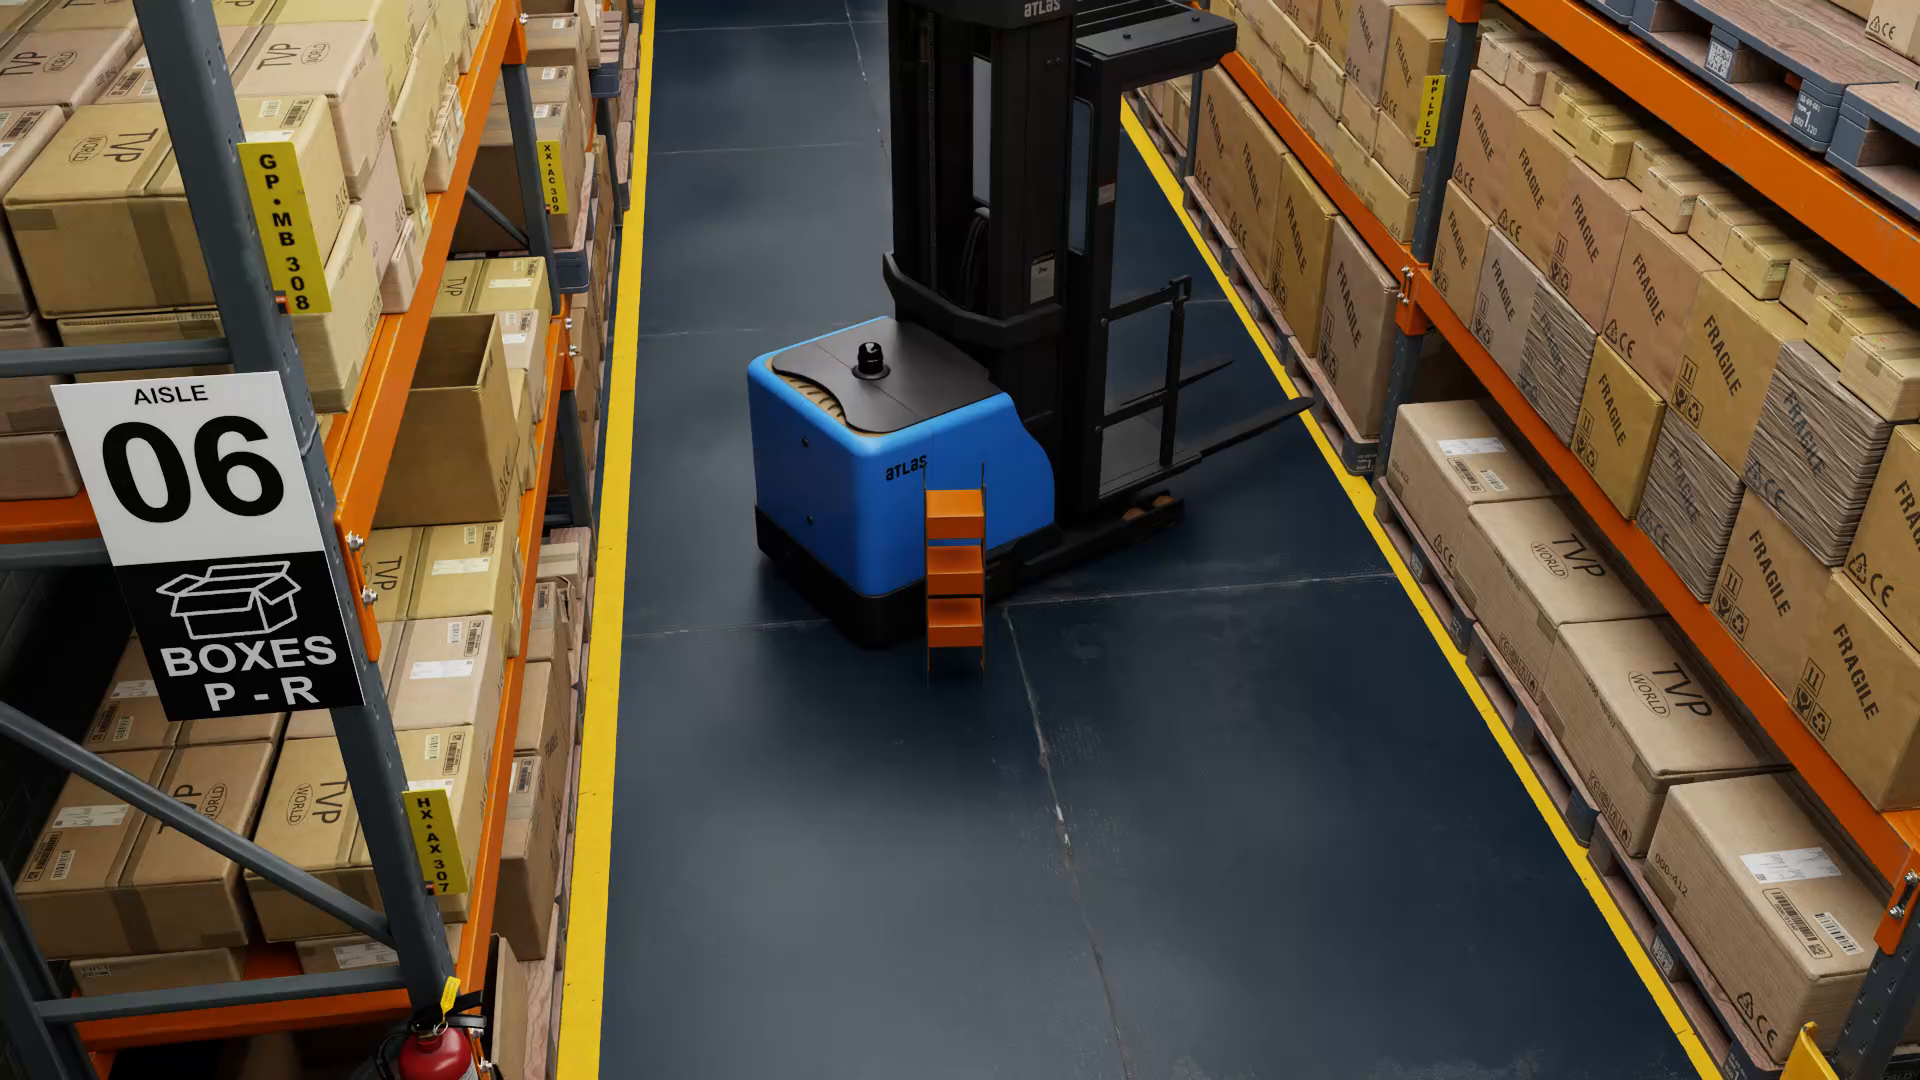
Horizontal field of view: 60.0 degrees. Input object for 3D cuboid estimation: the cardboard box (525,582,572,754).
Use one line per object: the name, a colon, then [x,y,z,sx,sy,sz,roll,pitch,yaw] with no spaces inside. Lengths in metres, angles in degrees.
cardboard box: [-1.942,0.544,6.635,0.700,0.500,0.500,-6,35,-8]

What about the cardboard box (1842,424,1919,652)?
cardboard box: [2.880,0.009,4.597,0.500,0.500,0.500,-3,34,-5]

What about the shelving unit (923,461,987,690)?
shelving unit: [-0.023,0.165,7.075,0.252,1.050,0.215,-1,34,-2]

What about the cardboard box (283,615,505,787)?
cardboard box: [-1.600,0.476,4.756,0.500,0.250,0.500,-4,34,-6]

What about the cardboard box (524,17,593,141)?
cardboard box: [-2.294,-2.369,8.600,0.700,0.500,0.500,-5,35,-7]

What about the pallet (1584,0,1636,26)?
pallet: [2.742,-2.263,6.323,1.003,0.211,1.213,-4,35,-6]

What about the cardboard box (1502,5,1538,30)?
cardboard box: [2.868,-2.240,7.896,0.500,0.500,0.500,-4,34,-6]

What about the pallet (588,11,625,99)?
pallet: [-2.653,-2.920,10.041,1.213,0.211,1.003,-4,35,-6]

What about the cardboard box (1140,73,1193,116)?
cardboard box: [1.931,-3.565,12.778,0.950,0.372,0.625,-5,35,-7]

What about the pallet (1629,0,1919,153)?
pallet: [2.903,-1.584,5.326,1.003,0.211,1.213,-4,35,-6]

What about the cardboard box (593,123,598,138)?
cardboard box: [-2.496,-2.524,10.561,0.380,0.149,0.250,-6,35,-9]

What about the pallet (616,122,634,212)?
pallet: [-2.885,-2.682,11.998,1.003,0.211,1.213,-4,35,-6]

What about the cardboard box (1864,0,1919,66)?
cardboard box: [3.029,-1.542,4.804,0.500,0.311,0.500,-4,34,-6]

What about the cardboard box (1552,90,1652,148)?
cardboard box: [2.527,-1.620,6.411,0.380,0.149,0.250,-5,35,-7]

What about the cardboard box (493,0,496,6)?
cardboard box: [-1.934,-2.097,6.223,0.380,0.149,0.250,-5,35,-7]

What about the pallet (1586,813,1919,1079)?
pallet: [2.996,1.426,5.970,1.003,0.211,1.213,-4,35,-6]

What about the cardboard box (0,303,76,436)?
cardboard box: [-2.067,-0.436,3.431,0.500,0.250,0.500,-5,35,-7]

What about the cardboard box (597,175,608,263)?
cardboard box: [-2.487,-2.013,10.387,0.500,0.500,0.500,-5,35,-7]

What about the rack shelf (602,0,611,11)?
rack shelf: [-3.082,-4.191,12.375,1.077,0.370,4.000,-4,35,-6]

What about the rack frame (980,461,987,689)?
rack frame: [0.099,0.162,7.079,0.008,1.050,0.200,-1,34,-2]

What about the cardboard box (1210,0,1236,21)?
cardboard box: [1.921,-3.396,10.703,0.500,0.250,0.500,-5,35,-7]

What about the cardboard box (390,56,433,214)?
cardboard box: [-1.672,-1.045,4.325,0.500,0.250,0.500,-5,35,-8]

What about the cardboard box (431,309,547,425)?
cardboard box: [-1.883,-0.657,6.419,0.500,0.250,0.500,-4,35,-6]

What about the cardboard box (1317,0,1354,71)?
cardboard box: [2.208,-2.775,8.682,0.500,0.500,0.500,-3,34,-5]

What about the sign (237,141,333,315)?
sign: [-1.200,-0.550,2.953,0.100,0.325,0.005,-4,35,-6]

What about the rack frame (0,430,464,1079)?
rack frame: [-1.737,1.092,3.984,1.000,3.000,0.127,-4,35,-6]

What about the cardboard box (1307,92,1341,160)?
cardboard box: [2.216,-2.254,9.028,0.500,0.250,0.500,-5,35,-8]

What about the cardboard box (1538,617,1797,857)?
cardboard box: [2.861,0.729,6.419,0.875,0.438,0.875,-3,34,-5]

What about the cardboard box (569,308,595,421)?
cardboard box: [-2.199,-0.864,8.701,0.500,0.500,0.500,-5,35,-7]

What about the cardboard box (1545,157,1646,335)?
cardboard box: [2.586,-1.119,6.252,0.500,0.500,0.500,-4,34,-5]

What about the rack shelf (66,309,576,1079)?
rack shelf: [-2.006,0.274,5.824,1.077,0.370,4.000,-4,35,-6]

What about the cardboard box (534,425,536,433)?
cardboard box: [-1.858,-0.442,6.458,0.380,0.149,0.250,-4,34,-5]

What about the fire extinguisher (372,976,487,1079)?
fire extinguisher: [-1.260,1.325,4.041,0.296,0.674,0.183,-4,35,-6]

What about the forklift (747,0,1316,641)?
forklift: [0.502,-1.420,7.731,3.031,2.935,1.130,-23,40,-29]

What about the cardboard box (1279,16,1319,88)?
cardboard box: [2.107,-2.742,9.299,0.500,0.250,0.500,-4,34,-6]

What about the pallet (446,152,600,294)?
pallet: [-2.275,-1.515,7.980,1.003,0.211,1.213,-4,35,-6]

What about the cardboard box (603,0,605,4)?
cardboard box: [-2.694,-3.857,11.379,0.500,0.250,0.500,-5,35,-7]

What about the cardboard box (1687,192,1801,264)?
cardboard box: [2.691,-1.049,5.573,0.380,0.149,0.250,-3,34,-5]

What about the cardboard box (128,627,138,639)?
cardboard box: [-2.192,0.230,5.118,0.500,0.250,0.500,-3,34,-5]

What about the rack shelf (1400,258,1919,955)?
rack shelf: [2.912,-0.105,6.379,1.077,0.370,4.000,-4,35,-6]

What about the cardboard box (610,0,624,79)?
cardboard box: [-3.173,-4.072,13.298,0.875,0.625,0.625,-5,35,-7]

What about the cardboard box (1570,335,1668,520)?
cardboard box: [2.640,-0.431,6.130,0.500,0.500,0.500,-3,34,-5]

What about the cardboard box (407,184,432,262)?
cardboard box: [-1.603,-0.820,4.349,0.380,0.149,0.250,-4,35,-7]

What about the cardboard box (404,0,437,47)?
cardboard box: [-1.758,-1.530,4.592,0.500,0.250,0.500,-3,34,-5]

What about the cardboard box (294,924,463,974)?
cardboard box: [-1.510,0.992,4.354,0.380,0.149,0.250,-5,35,-7]

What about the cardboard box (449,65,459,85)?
cardboard box: [-1.842,-1.521,5.378,0.380,0.149,0.250,-3,34,-5]

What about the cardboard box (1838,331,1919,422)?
cardboard box: [2.758,-0.471,4.725,0.380,0.149,0.250,-5,35,-7]

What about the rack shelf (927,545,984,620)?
rack shelf: [-0.023,0.174,7.081,0.240,0.259,0.215,-1,34,-2]

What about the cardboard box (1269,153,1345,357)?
cardboard box: [2.351,-1.657,9.531,0.875,0.875,0.875,-3,34,-5]
